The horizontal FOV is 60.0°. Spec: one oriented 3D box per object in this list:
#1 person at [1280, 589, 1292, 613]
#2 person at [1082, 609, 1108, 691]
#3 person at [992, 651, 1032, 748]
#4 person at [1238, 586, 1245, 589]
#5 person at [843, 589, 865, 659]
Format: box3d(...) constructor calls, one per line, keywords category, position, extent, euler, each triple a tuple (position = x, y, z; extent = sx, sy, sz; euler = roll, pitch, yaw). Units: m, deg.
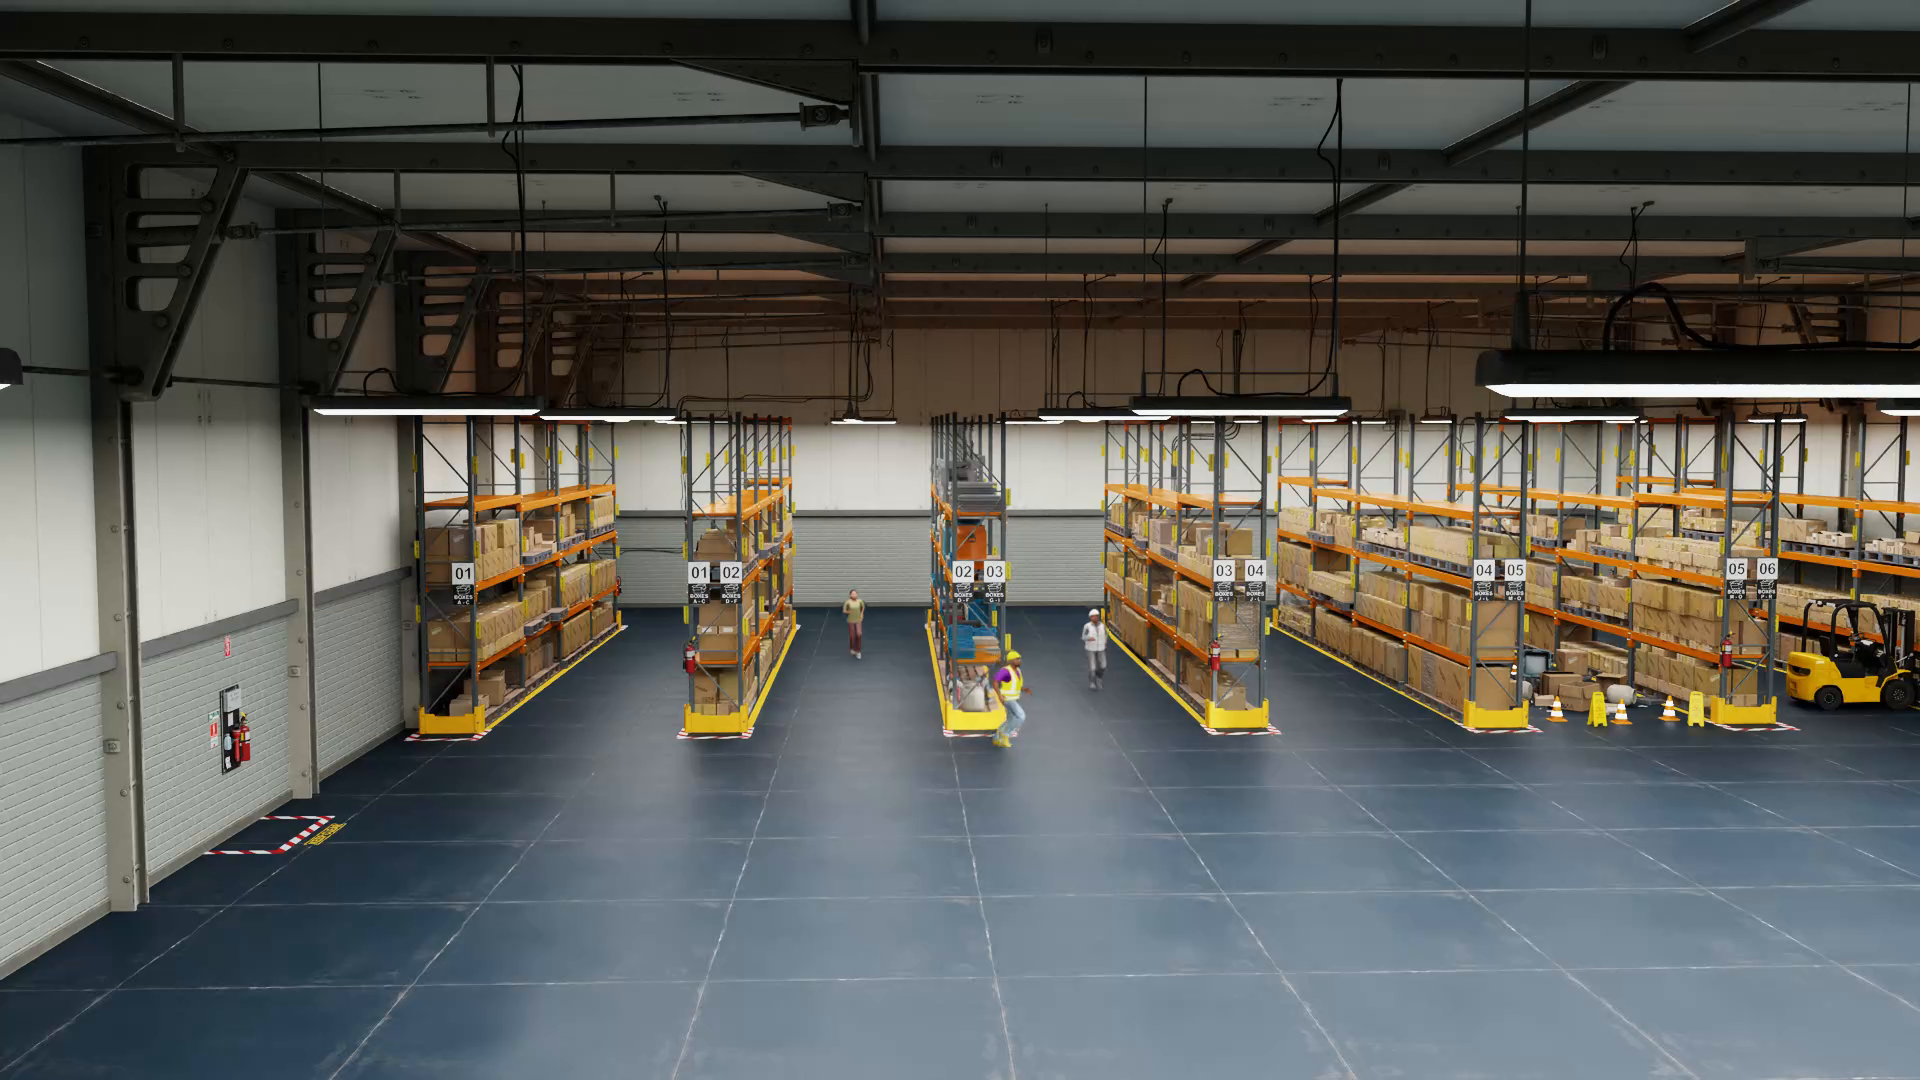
box3d(category="person", position=(9.581, 1.510, 49.127), extent=(0.736, 1.759, 0.649), euler=(2, 4, 23))
box3d(category="person", position=(2.960, 2.394, 36.058), extent=(0.642, 1.767, 0.647), euler=(-1, 4, -10))
box3d(category="person", position=(0.918, 2.836, 29.685), extent=(0.733, 1.708, 0.634), euler=(2, 4, 25))
box3d(category="person", position=(7.869, 1.763, 45.784), extent=(0.635, 1.720, 0.826), euler=(0, 4, -3))
box3d(category="person", position=(-2.637, 2.076, 41.350), extent=(0.563, 1.726, 0.778), euler=(-1, 4, -8))
